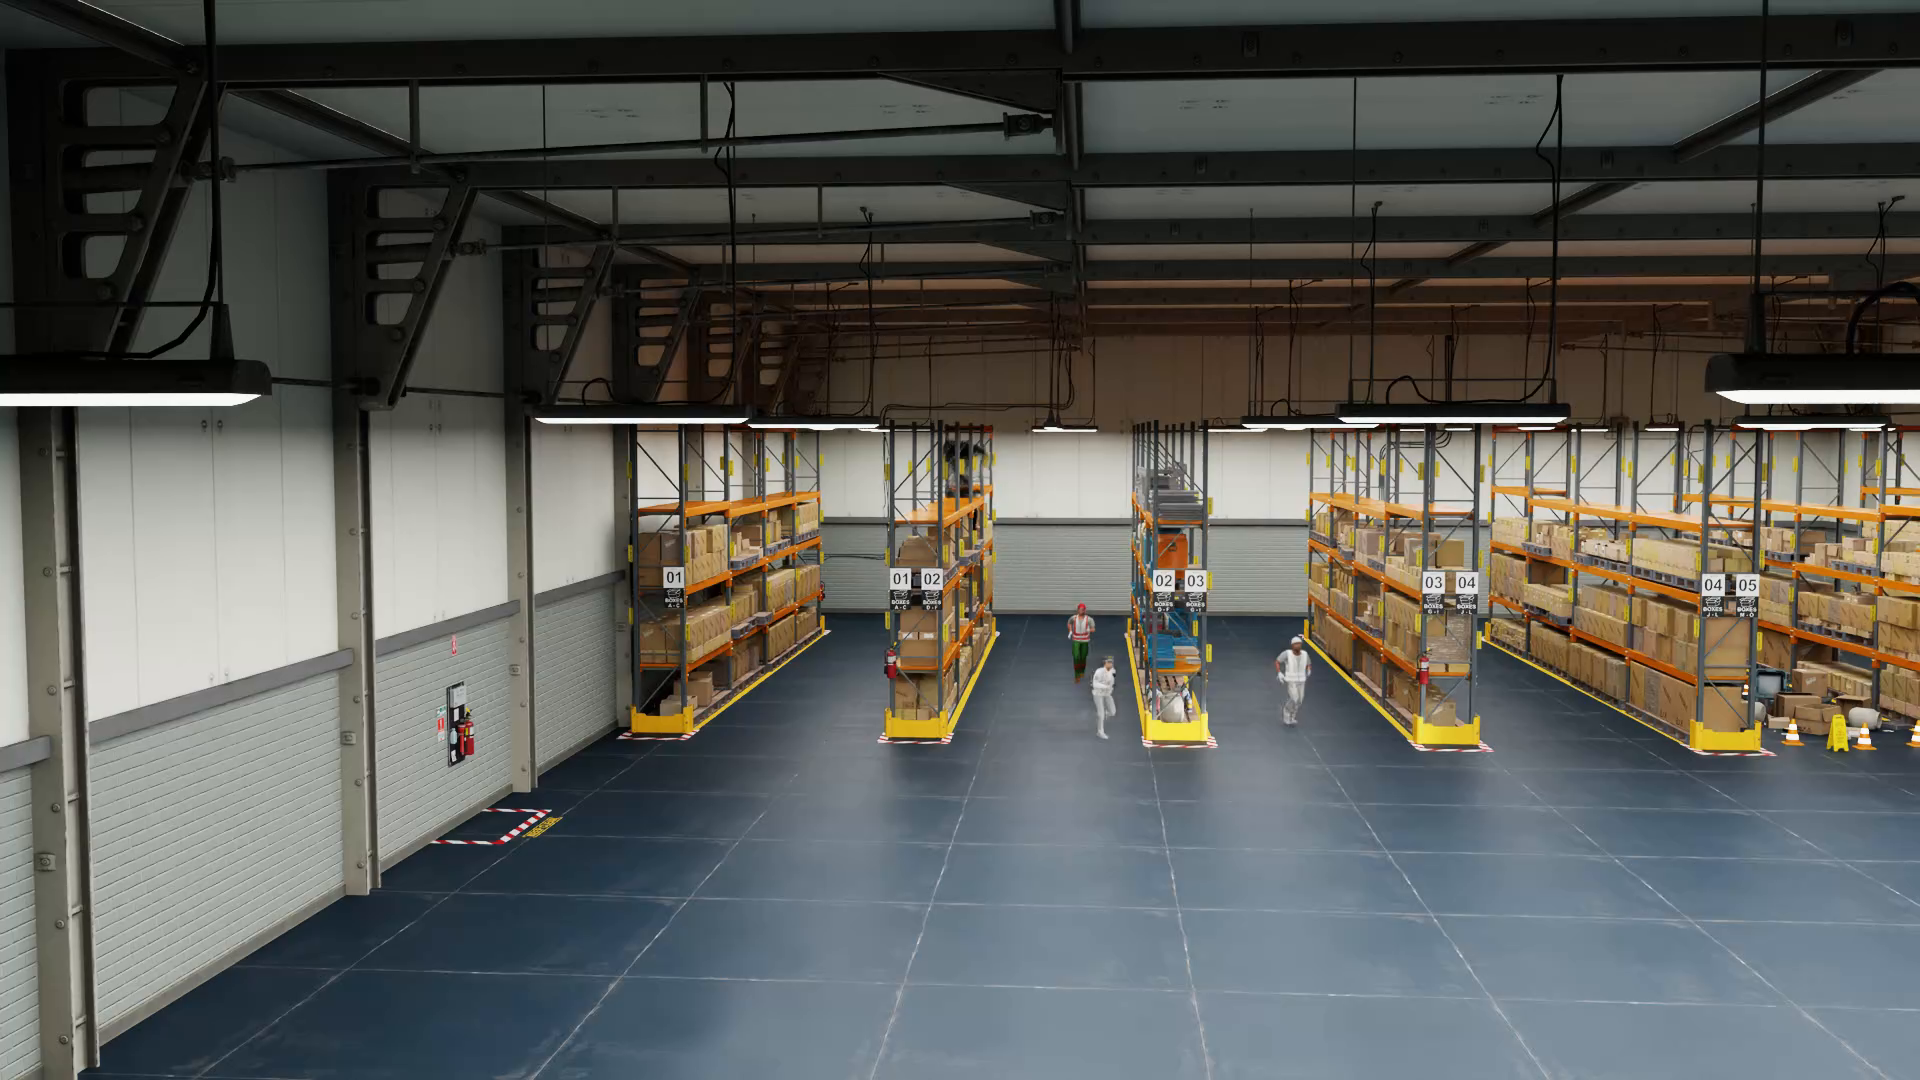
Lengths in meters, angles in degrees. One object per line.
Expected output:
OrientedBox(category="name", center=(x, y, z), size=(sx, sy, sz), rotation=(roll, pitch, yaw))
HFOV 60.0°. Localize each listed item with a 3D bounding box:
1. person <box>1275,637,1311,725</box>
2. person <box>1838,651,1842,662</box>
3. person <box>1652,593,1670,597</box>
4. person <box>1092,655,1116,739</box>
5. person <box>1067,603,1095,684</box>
OrientedBox(category="person", center=(6.600, 2.774, 32.638), size=(0.664, 1.745, 0.648), rotation=(-1, 4, -14))
OrientedBox(category="person", center=(21.092, 2.334, 40.345), size=(0.715, 1.740, 0.846), rotation=(0, 4, 0))
OrientedBox(category="person", center=(20.068, 1.854, 47.240), size=(0.788, 1.641, 0.668), rotation=(0, 4, 5))
OrientedBox(category="person", center=(2.745, 2.948, 31.282), size=(0.602, 1.614, 0.657), rotation=(-2, 4, -25))
OrientedBox(category="person", center=(2.812, 2.384, 38.561), size=(0.638, 1.845, 0.843), rotation=(0, 4, 3))
